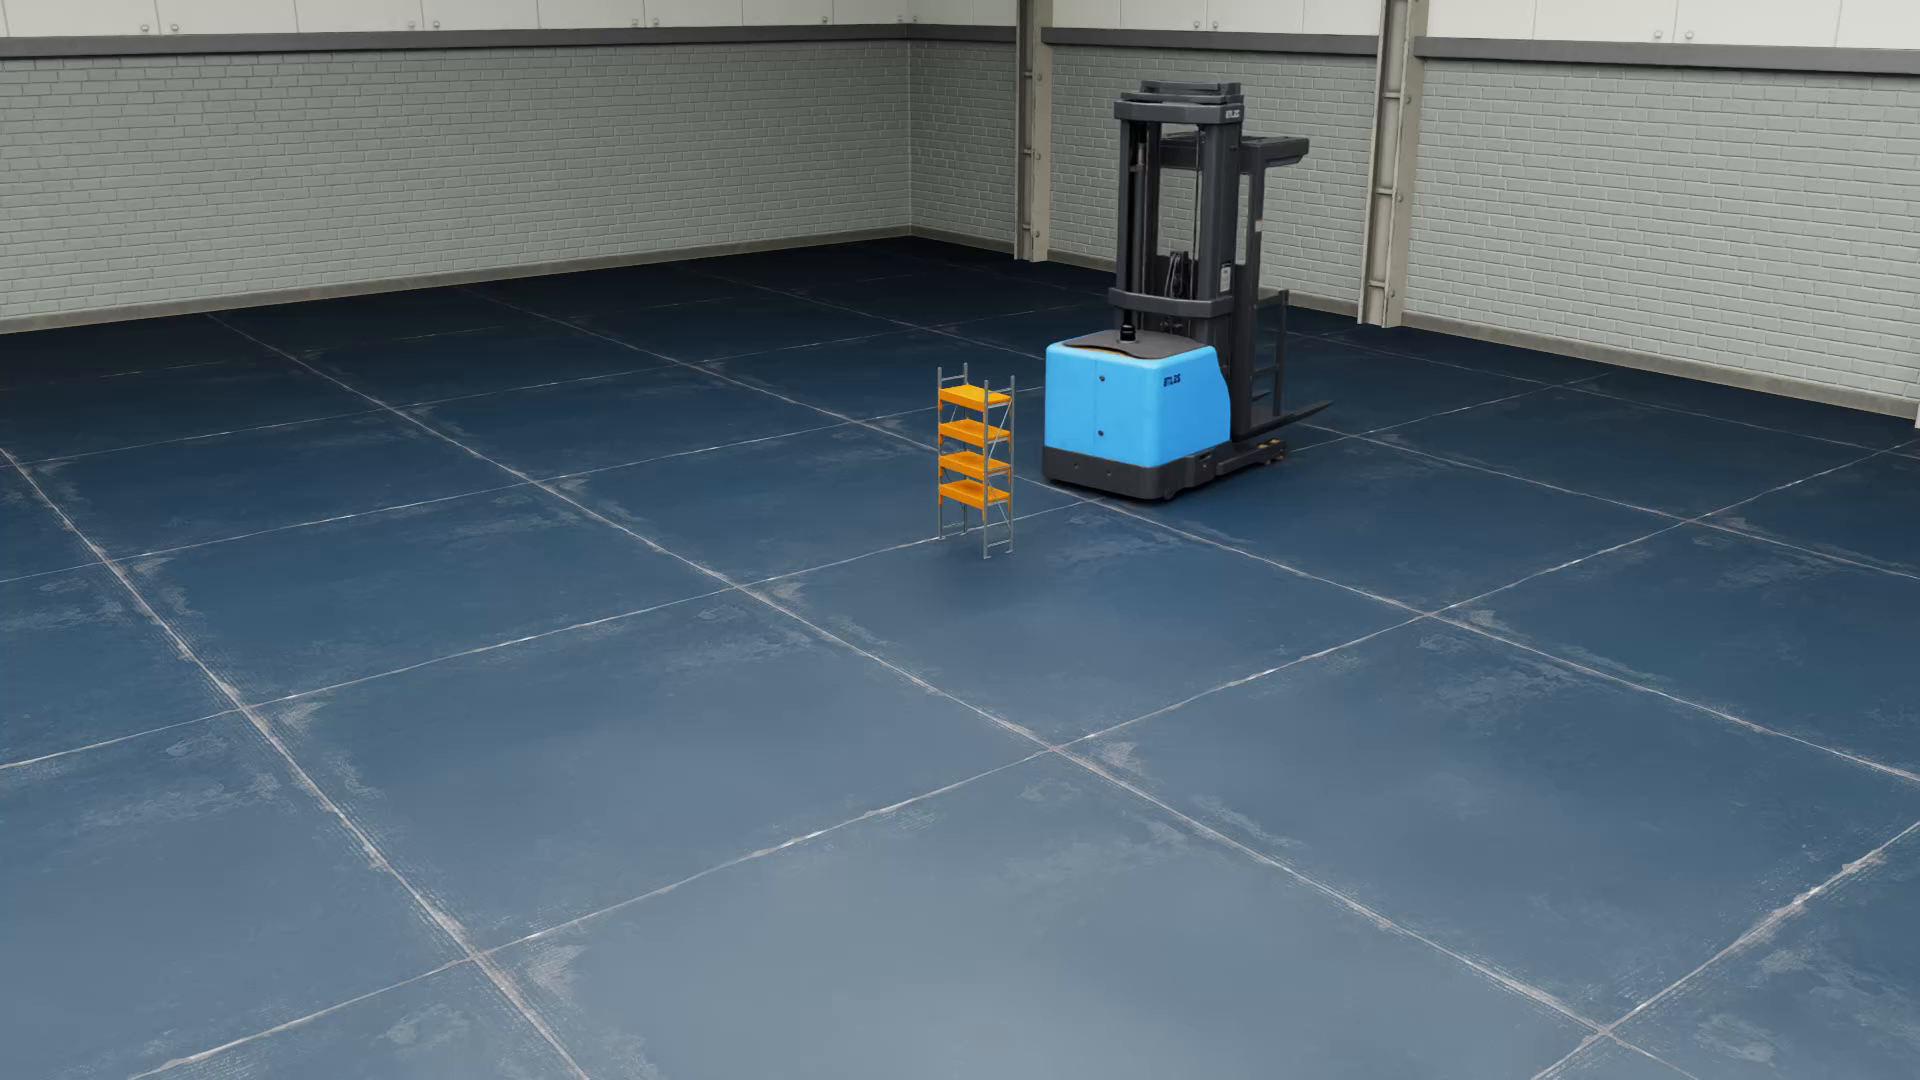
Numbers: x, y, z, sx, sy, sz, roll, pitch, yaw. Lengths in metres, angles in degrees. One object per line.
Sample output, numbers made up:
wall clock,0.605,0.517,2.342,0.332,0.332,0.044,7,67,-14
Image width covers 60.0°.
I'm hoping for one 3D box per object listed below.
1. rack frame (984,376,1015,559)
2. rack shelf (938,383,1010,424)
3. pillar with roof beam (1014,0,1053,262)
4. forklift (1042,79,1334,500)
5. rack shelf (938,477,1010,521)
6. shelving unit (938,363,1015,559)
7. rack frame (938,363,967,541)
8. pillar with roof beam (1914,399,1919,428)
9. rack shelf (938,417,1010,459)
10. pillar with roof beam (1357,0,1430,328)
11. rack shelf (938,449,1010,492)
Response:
rack frame,0.254,-0.469,10.869,0.240,1.200,0.015,-14,23,-36
rack shelf,0.103,-0.902,10.927,0.258,0.148,0.480,-14,23,-36
pillar with roof beam,-2.381,-7.340,19.214,9.100,9.000,0.400,-14,23,-36
forklift,1.963,-2.072,12.957,1.130,2.935,3.031,15,24,38
rack shelf,0.103,-0.276,11.134,0.258,0.148,0.480,-14,23,-36
shelving unit,0.103,-0.529,11.051,0.258,1.200,0.503,-14,23,-36
rack frame,-0.049,-0.589,11.232,0.240,1.200,0.015,-14,23,-36
pillar with roof beam,5.070,-4.383,10.284,9.100,9.000,0.400,-14,23,-36
rack shelf,0.103,-0.677,11.002,0.258,0.148,0.480,-14,23,-36
pillar with roof beam,1.344,-5.862,14.749,9.100,9.000,0.400,-14,23,-36
rack shelf,0.103,-0.465,11.072,0.258,0.148,0.480,-14,23,-36
